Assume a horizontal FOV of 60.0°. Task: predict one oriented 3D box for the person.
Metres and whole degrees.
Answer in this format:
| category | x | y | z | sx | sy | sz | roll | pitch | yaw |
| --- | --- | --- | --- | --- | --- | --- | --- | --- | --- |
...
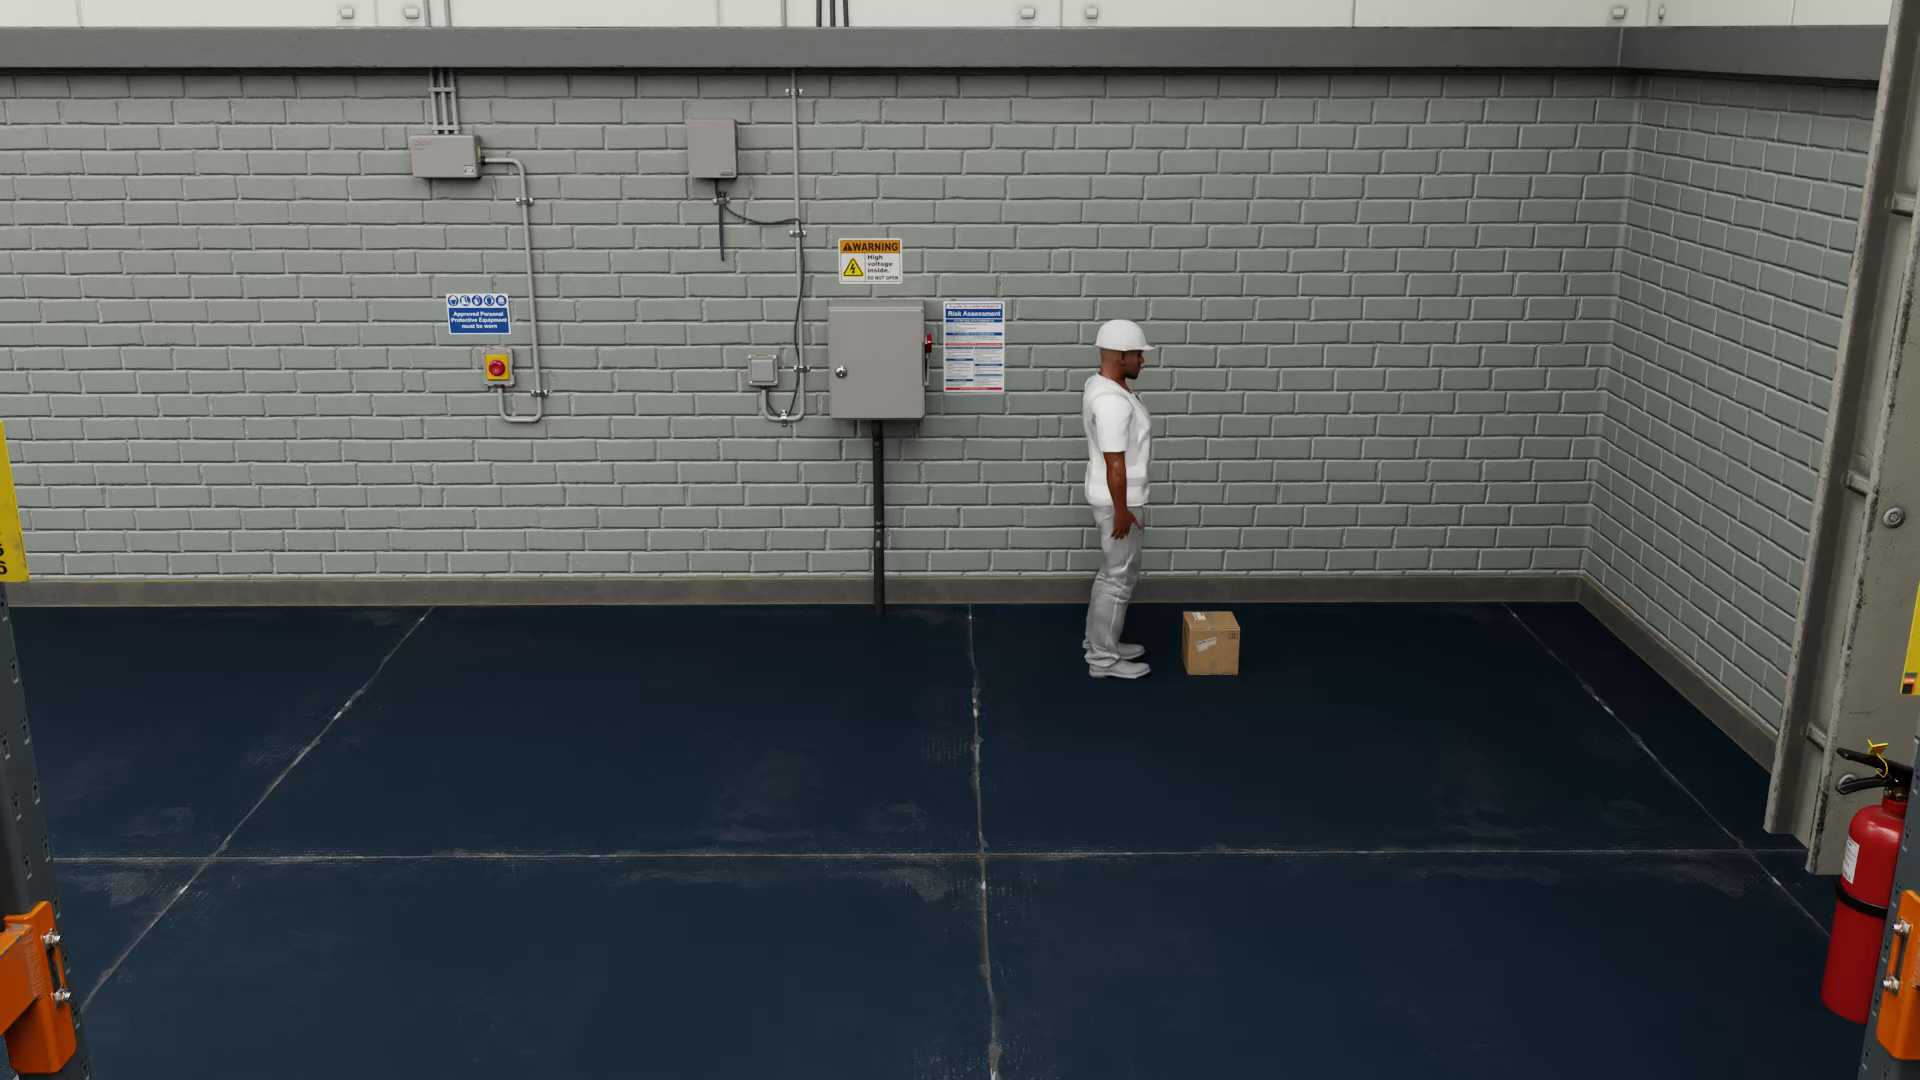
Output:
| category | x | y | z | sx | sy | sz | roll | pitch | yaw |
| --- | --- | --- | --- | --- | --- | --- | --- | --- | --- |
| person | 0.772 | -0.209 | 8.187 | 0.361 | 1.763 | 0.565 | 0 | 17 | 0 |
